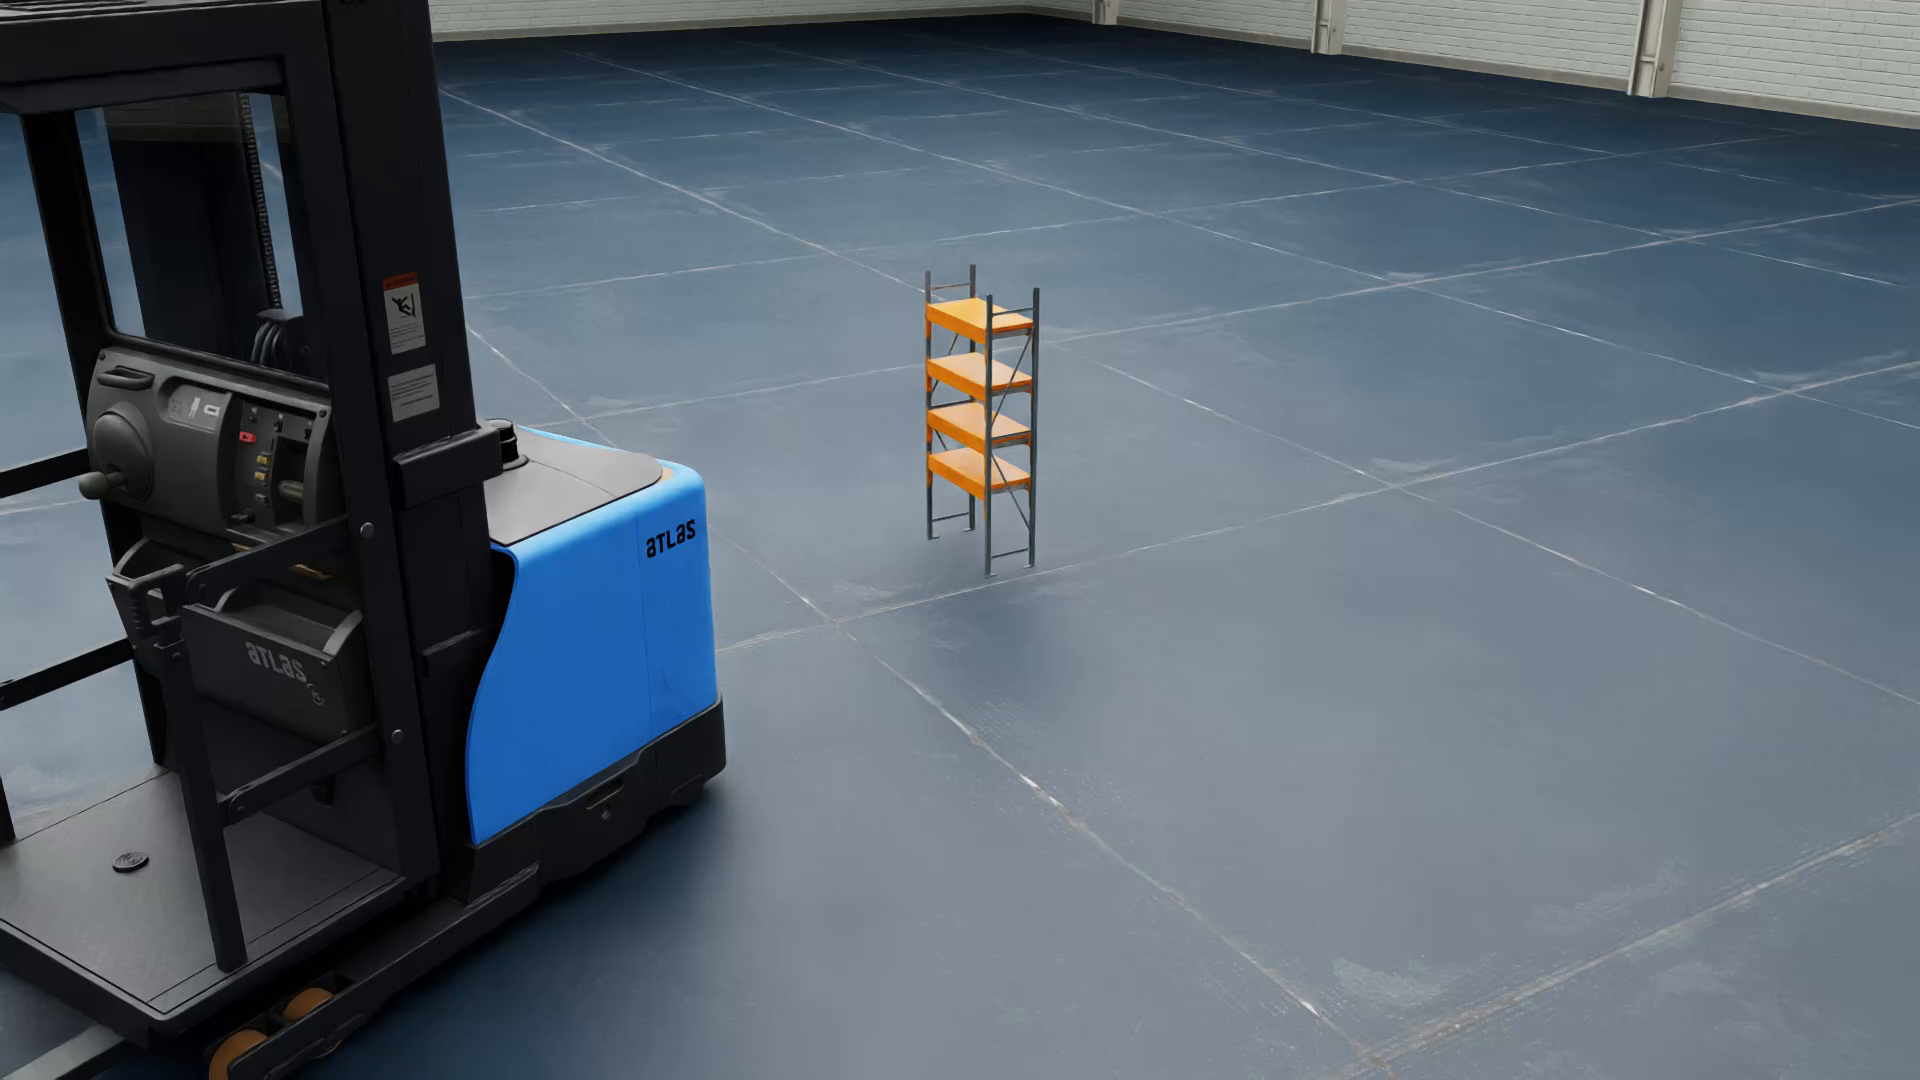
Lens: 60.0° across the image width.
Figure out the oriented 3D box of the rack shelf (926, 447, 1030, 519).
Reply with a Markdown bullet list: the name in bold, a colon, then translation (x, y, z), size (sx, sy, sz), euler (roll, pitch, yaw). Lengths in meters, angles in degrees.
- **rack shelf**: translation (0.085, -0.256, 7.054), size (0.258, 0.148, 0.480), euler (-13, 25, -28)

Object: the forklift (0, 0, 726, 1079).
- **forklift**: translation (-1.975, -0.211, 3.937), size (1.130, 2.935, 3.031), euler (14, 26, 30)

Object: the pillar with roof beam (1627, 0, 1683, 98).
- **pillar with roof beam**: translation (5.121, -9.042, 17.607), size (9.100, 9.000, 0.400), euler (-13, 25, -28)

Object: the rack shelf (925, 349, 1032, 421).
- **rack shelf**: translation (0.085, -0.647, 6.895), size (0.258, 0.148, 0.480), euler (-13, 25, -28)

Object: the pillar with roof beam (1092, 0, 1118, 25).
- **pillar with roof beam**: translation (-1.009, -12.927, 27.164), size (9.100, 9.000, 0.400), euler (-13, 25, -28)

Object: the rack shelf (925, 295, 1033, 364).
- **rack shelf**: translation (0.085, -0.866, 6.806), size (0.258, 0.148, 0.480), euler (-13, 25, -28)

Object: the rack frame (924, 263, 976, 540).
- **rack frame**: translation (-0.040, -0.581, 7.148), size (0.240, 1.200, 0.015), euler (-13, 25, -28)

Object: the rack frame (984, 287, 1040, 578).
- **rack frame**: translation (0.209, -0.423, 6.759), size (0.240, 1.200, 0.015), euler (-13, 25, -28)

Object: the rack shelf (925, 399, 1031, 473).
- **rack shelf**: translation (0.085, -0.440, 6.979), size (0.258, 0.148, 0.480), euler (-13, 25, -28)

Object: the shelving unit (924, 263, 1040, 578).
- **shelving unit**: translation (0.085, -0.502, 6.954), size (0.258, 1.200, 0.503), euler (-13, 25, -28)

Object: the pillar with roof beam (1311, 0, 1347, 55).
- **pillar with roof beam**: translation (2.056, -10.985, 22.386), size (9.100, 9.000, 0.400), euler (-13, 25, -28)
